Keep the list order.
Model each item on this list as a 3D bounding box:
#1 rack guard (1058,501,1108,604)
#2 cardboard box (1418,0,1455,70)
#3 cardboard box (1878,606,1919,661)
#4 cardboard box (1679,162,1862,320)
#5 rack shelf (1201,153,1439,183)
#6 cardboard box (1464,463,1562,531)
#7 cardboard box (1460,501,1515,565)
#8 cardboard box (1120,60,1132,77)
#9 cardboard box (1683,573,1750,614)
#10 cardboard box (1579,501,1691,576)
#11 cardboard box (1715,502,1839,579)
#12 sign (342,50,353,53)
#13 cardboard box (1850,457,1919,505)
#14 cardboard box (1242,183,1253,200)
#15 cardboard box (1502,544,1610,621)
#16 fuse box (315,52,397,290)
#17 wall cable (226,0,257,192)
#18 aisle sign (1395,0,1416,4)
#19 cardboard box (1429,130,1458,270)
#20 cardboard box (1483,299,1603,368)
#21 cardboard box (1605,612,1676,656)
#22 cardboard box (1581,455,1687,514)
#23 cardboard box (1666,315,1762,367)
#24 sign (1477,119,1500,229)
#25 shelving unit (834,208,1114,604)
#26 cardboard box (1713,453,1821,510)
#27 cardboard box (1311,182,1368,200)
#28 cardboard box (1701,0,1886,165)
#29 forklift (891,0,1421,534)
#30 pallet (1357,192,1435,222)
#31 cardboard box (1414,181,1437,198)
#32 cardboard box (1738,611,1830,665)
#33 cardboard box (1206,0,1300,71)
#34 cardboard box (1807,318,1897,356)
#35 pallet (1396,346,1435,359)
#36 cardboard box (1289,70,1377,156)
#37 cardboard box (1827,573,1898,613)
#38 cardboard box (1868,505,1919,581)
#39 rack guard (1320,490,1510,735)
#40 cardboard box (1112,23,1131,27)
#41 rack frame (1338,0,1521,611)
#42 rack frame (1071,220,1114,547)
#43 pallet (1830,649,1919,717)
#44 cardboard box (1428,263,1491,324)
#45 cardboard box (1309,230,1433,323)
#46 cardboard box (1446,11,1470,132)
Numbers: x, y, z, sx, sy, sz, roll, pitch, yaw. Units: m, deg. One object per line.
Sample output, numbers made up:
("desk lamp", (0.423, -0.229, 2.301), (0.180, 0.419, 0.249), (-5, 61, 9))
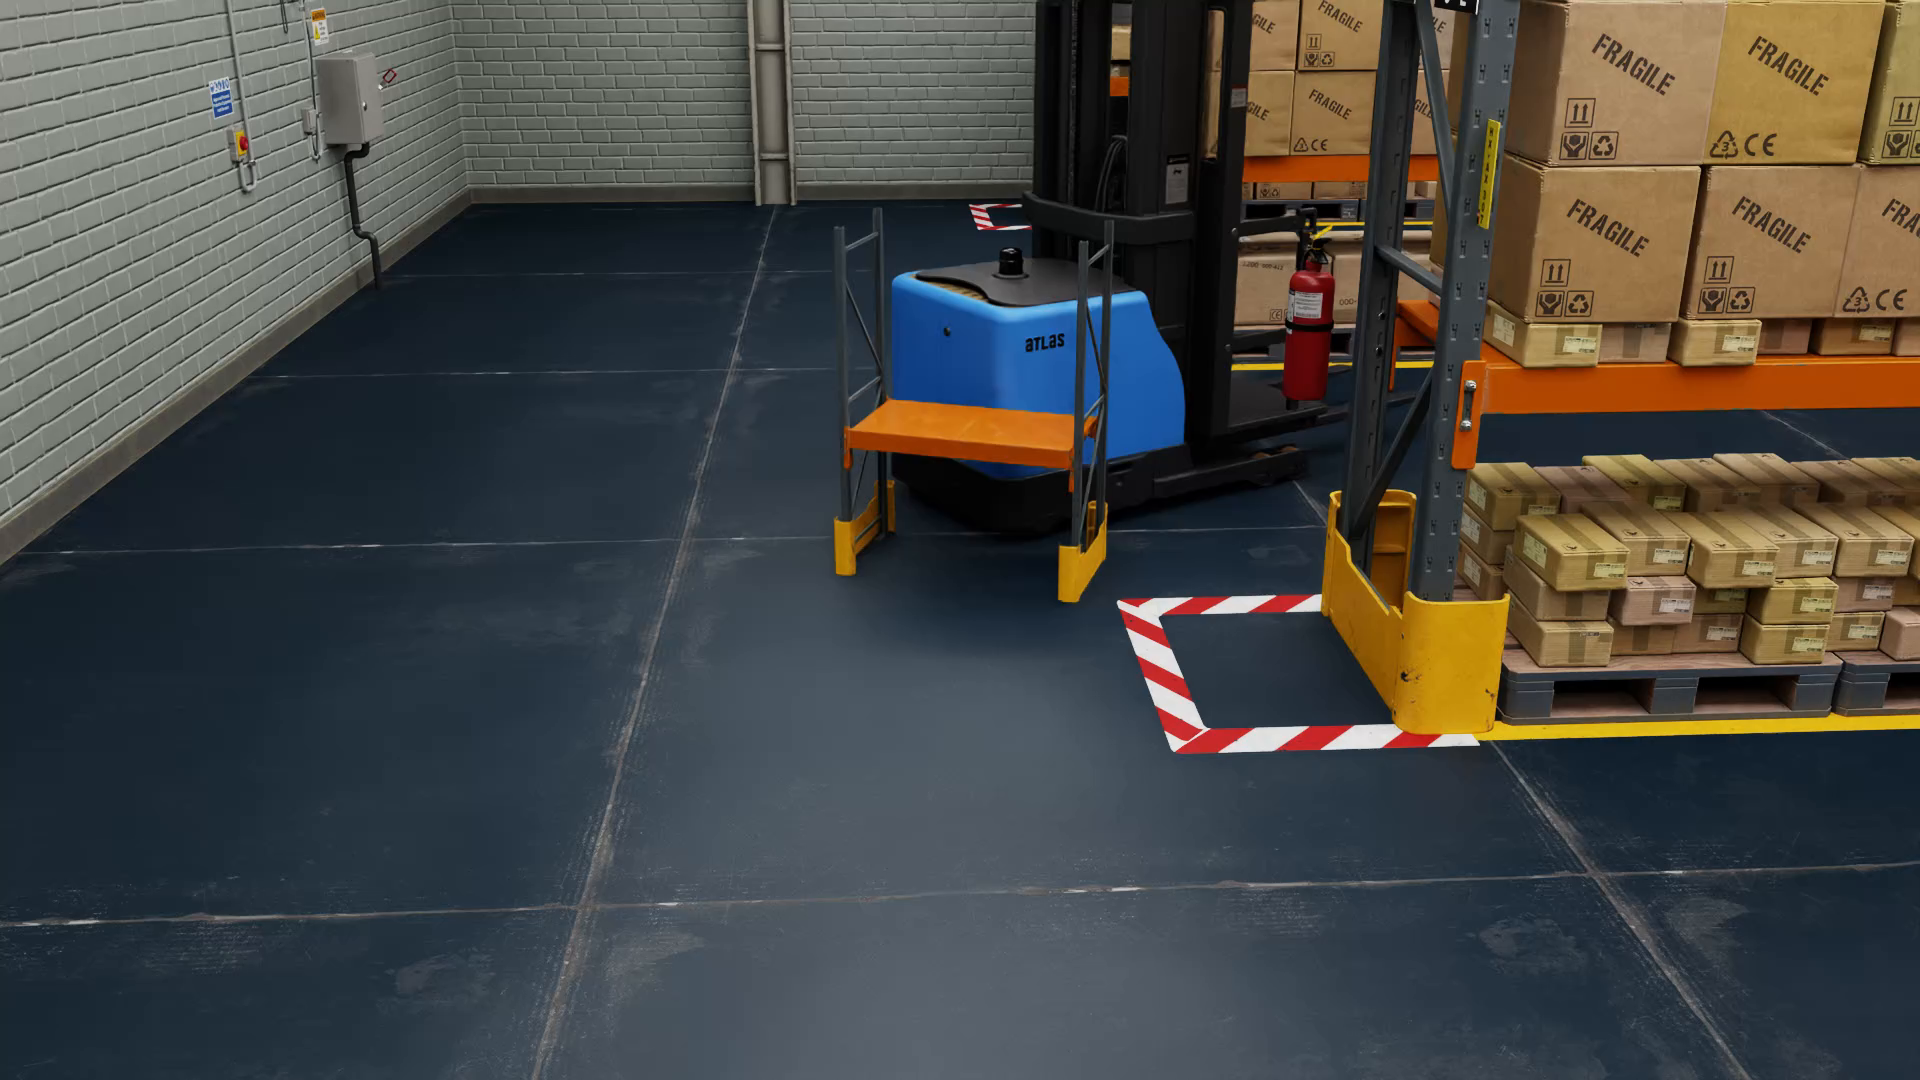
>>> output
("rack guard", (0.530, 0.046, 7.148), (0.087, 0.250, 0.587), (6, 22, 16))
("cardboard box", (2.754, -3.132, 10.087), (0.500, 0.500, 0.500), (-1, 21, -3))
("cardboard box", (3.423, 0.291, 6.058), (0.250, 0.149, 0.380), (-2, 21, -6))
("cardboard box", (2.610, -1.044, 5.588), (0.500, 0.500, 0.500), (-1, 21, -3))
("rack shelf", (3.226, -2.388, 10.688), (4.000, 0.370, 1.077), (-1, 21, -3))
("cardboard box", (2.127, -0.170, 6.432), (0.250, 0.149, 0.380), (-1, 21, -2))
("cardboard box", (2.124, -0.042, 6.514), (0.250, 0.149, 0.380), (-2, 21, -5))
("cardboard box", (1.538, -4.260, 14.948), (0.250, 0.149, 0.380), (-1, 21, -2))
("cardboard box", (2.667, 0.129, 6.066), (0.250, 0.149, 0.380), (-1, 21, -2))
("cardboard box", (2.424, -0.007, 6.005), (0.250, 0.149, 0.380), (-1, 21, -2))
("cardboard box", (2.926, -0.001, 5.989), (0.250, 0.149, 0.380), (-2, 21, -6))
("sign", (-4.608, -3.437, 12.565), (0.001, 0.494, 0.329), (-1, 21, -3))
("cardboard box", (3.689, -0.194, 6.496), (0.250, 0.149, 0.380), (-1, 21, -3))
("cardboard box", (2.414, -3.457, 15.408), (0.500, 0.500, 0.700), (0, 21, -1))
("cardboard box", (2.151, 0.150, 6.008), (0.250, 0.149, 0.380), (0, 21, -1))
("fuse box", (-4.373, -2.708, 12.328), (0.414, 1.711, 0.539), (-1, 21, -3))
("wall cable", (-4.399, -3.050, 9.945), (0.123, 1.953, 0.585), (-1, 21, -3))
("aisle sign", (1.523, -2.247, 5.654), (0.004, 0.787, 0.394), (-1, 21, -3))
("cardboard box", (2.047, -1.213, 6.034), (0.500, 0.500, 0.500), (-1, 21, -2))
("cardboard box", (1.955, -0.700, 5.597), (0.250, 0.149, 0.380), (-1, 21, -3))
("cardboard box", (2.411, 0.278, 6.093), (0.250, 0.149, 0.380), (-1, 21, -3))
("cardboard box", (2.633, -0.205, 6.524), (0.250, 0.149, 0.380), (-2, 21, -4))
("cardboard box", (2.478, -0.706, 5.613), (0.250, 0.149, 0.380), (-2, 21, -5))
("sign", (1.644, -1.139, 5.180), (0.005, 0.325, 0.100), (-1, 21, -3))
("shelving unit", (0.055, -0.591, 7.065), (1.083, 1.500, 0.587), (6, 22, 16))
("cardboard box", (3.160, -0.213, 6.545), (0.250, 0.149, 0.380), (0, 21, -1))
("cardboard box", (3.451, -3.478, 15.464), (0.500, 0.500, 0.700), (-2, 21, -5))
("cardboard box", (2.580, -1.507, 5.401), (0.500, 0.500, 0.500), (-1, 21, -1))
("forklift", (1.170, -1.782, 8.182), (3.031, 2.935, 1.130), (-13, 24, -31))
("pallet", (4.250, -3.211, 15.759), (1.213, 0.211, 1.003), (-1, 21, -3))
("cardboard box", (4.397, -3.276, 15.427), (0.250, 0.149, 0.380), (-2, 21, -5))
("cardboard box", (2.920, 0.304, 6.024), (0.250, 0.149, 0.380), (-1, 21, -2))
("cardboard box", (1.725, -3.106, 10.018), (0.500, 0.500, 0.500), (-2, 21, -4))
("cardboard box", (3.002, -0.757, 5.746), (0.250, 0.149, 0.380), (-1, 21, -4))
("pallet", (3.238, -1.448, 11.128), (1.213, 0.211, 1.003), (-1, 21, -3))
("cardboard box", (2.229, -2.658, 10.246), (0.500, 0.500, 0.500), (-1, 21, -4))
("cardboard box", (3.189, 0.123, 6.081), (0.250, 0.149, 0.380), (-2, 21, -6))
("cardboard box", (3.468, 0.007, 5.967), (0.250, 0.149, 0.380), (-1, 21, -2))
("rack guard", (1.689, 0.240, 6.289), (0.348, 0.500, 1.175), (-1, 21, -3))
("cardboard box", (1.387, -4.619, 15.331), (0.500, 0.250, 0.500), (-1, 21, -1))
("rack frame", (1.613, -0.927, 5.840), (0.127, 3.000, 1.000), (-1, 21, -3))
("rack frame", (0.548, -0.536, 6.920), (0.032, 1.500, 0.500), (6, 22, 16))
("pallet", (3.717, 0.347, 6.413), (1.213, 0.211, 1.003), (-1, 21, -3))
("cardboard box", (1.922, -0.917, 6.166), (0.250, 0.149, 0.380), (-1, 21, -3))
("cardboard box", (2.796, -1.753, 11.020), (0.875, 0.438, 0.875), (-1, 21, -2))
("cardboard box", (2.056, -1.678, 5.848), (0.500, 0.500, 0.500), (-2, 21, -4))
